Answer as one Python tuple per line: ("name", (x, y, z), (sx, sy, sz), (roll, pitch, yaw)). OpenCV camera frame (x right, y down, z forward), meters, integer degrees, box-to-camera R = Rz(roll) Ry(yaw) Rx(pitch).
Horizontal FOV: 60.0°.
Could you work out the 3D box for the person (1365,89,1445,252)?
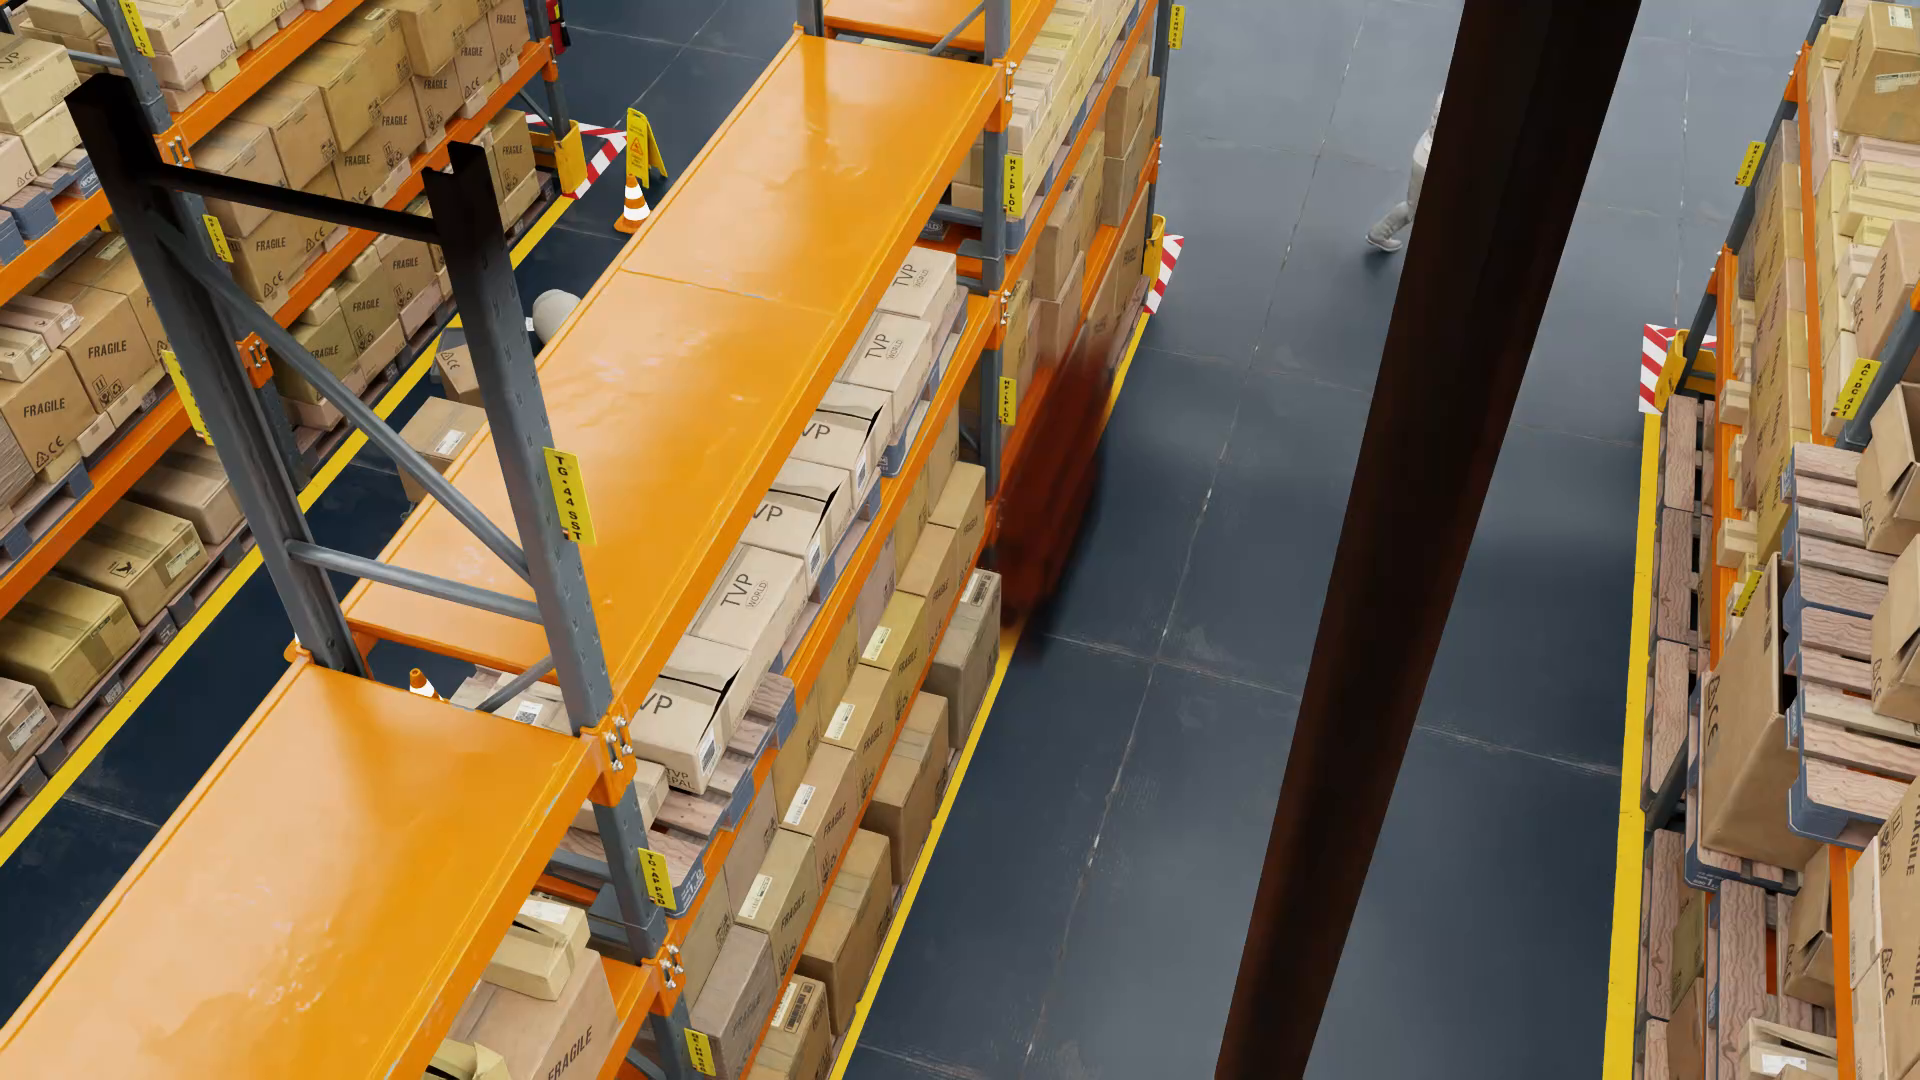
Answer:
("person", (3.713, -2.917, 12.856), (0.853, 1.624, 0.516), (16, 48, 15))
